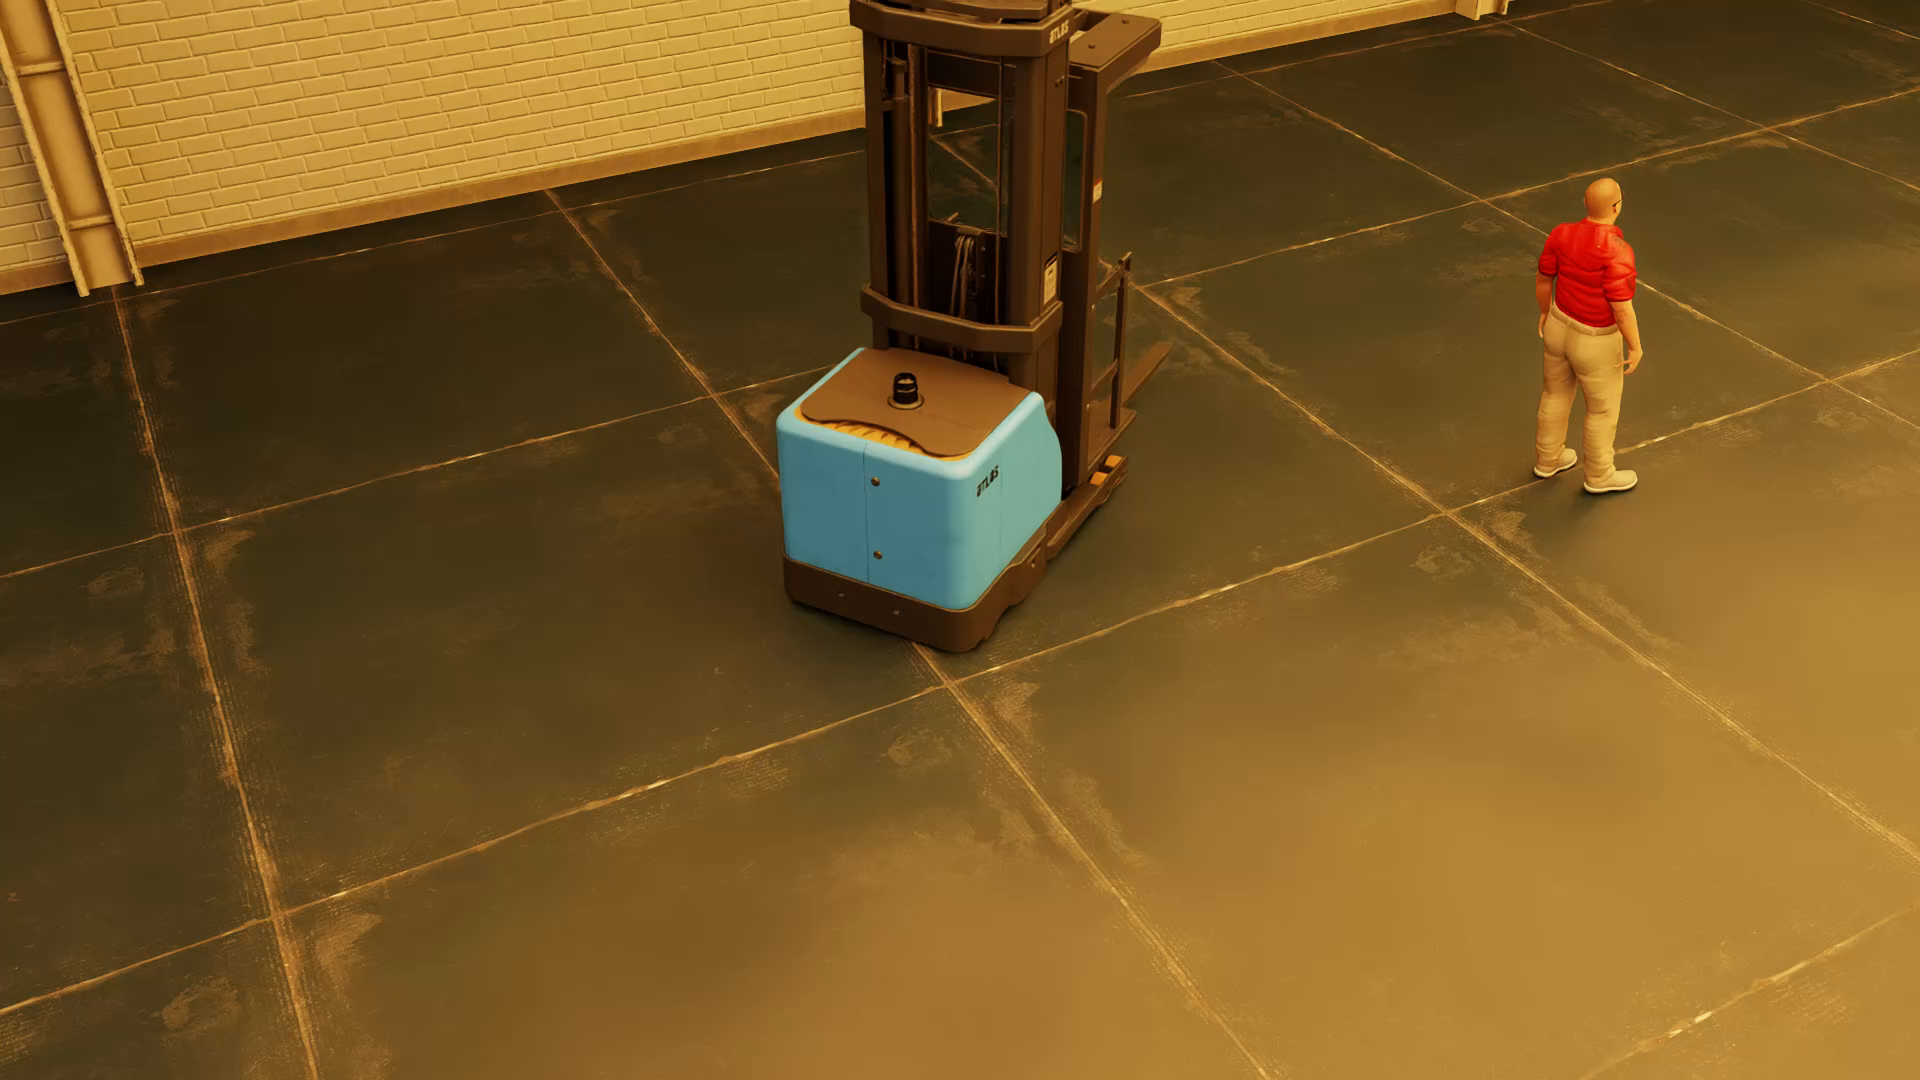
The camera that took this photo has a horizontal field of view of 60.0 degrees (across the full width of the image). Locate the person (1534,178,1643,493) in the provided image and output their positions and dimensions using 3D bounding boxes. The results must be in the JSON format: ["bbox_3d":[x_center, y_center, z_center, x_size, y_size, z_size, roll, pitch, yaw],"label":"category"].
[{"bbox_3d":[3.321,-1.080,8.681,0.551,1.727,0.640,-20,40,-26],"label":"person"}]

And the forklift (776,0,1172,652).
[{"bbox_3d":[0.267,-1.505,8.253,1.130,2.935,3.031,17,39,22],"label":"forklift"}]
